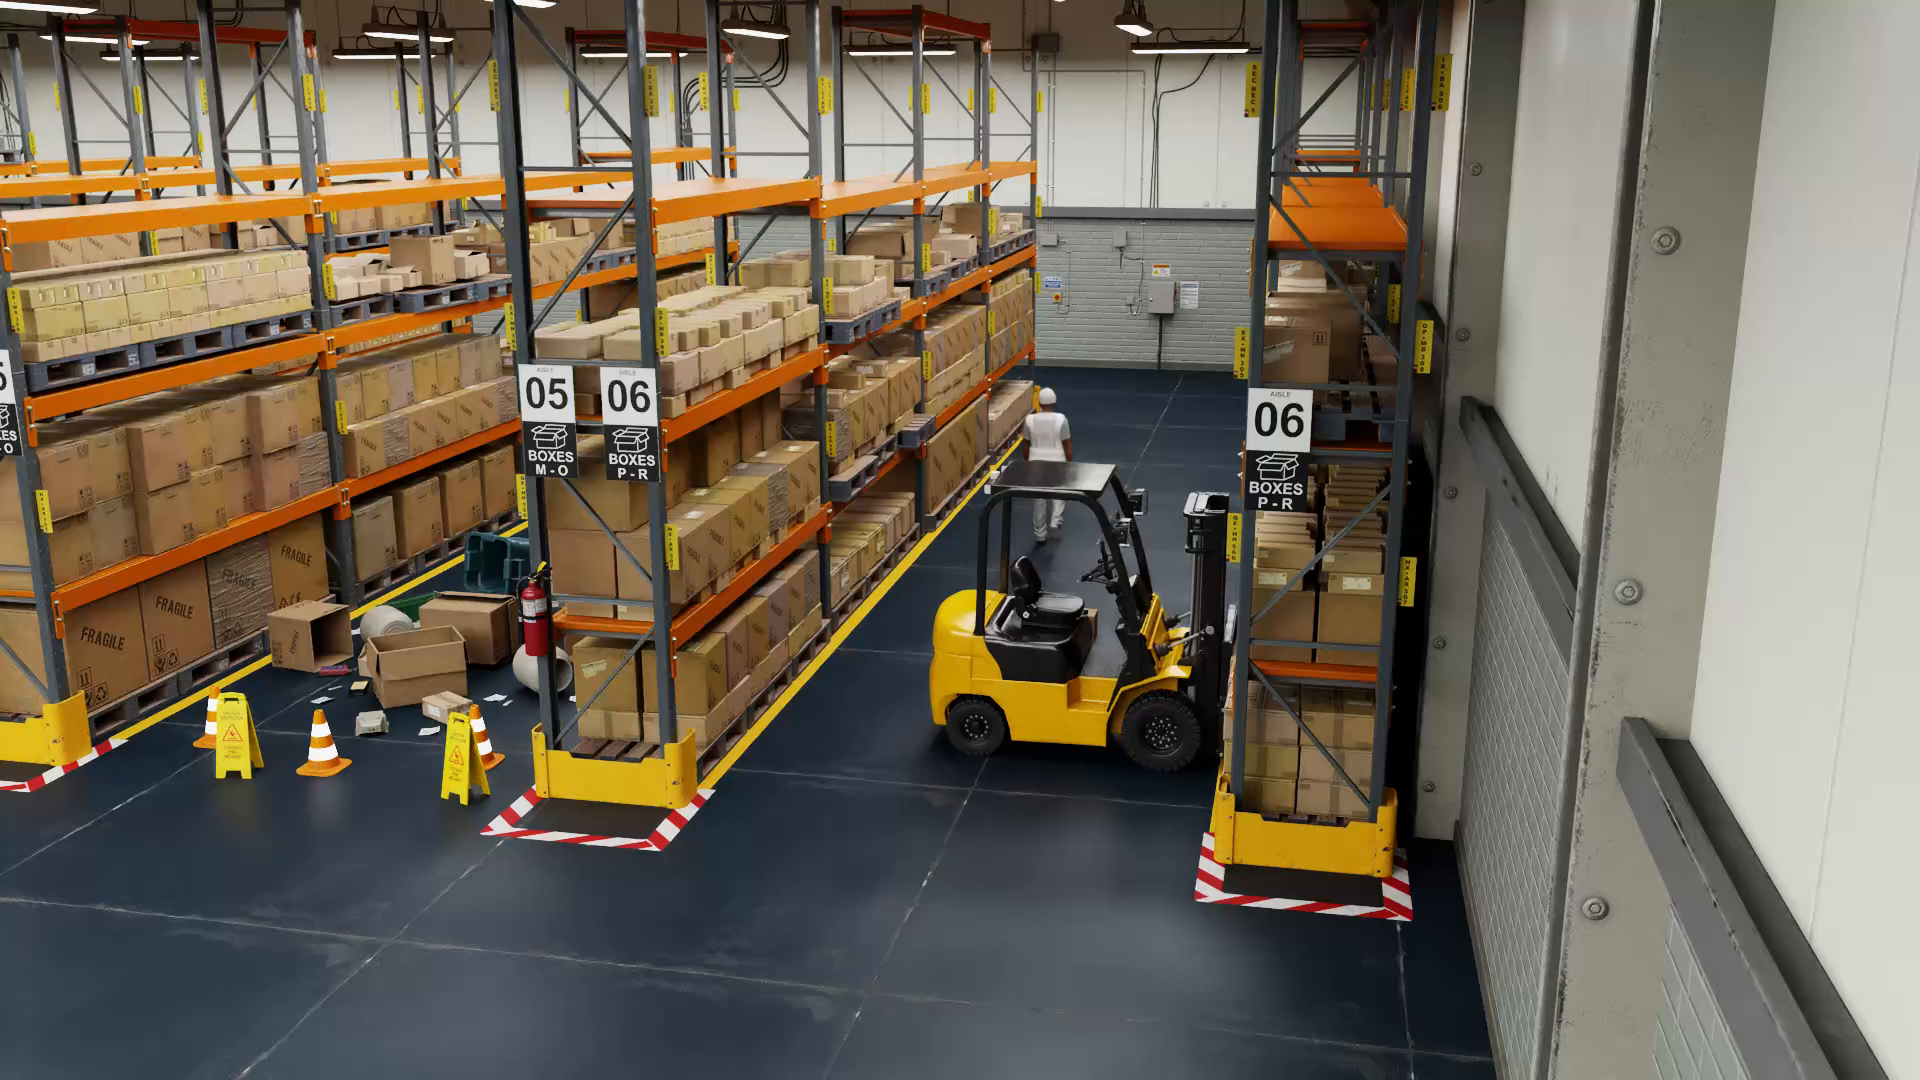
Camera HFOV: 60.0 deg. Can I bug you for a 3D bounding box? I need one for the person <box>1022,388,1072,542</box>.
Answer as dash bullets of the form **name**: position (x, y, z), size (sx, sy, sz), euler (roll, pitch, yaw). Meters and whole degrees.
- **person**: position (1.031, -0.874, 19.291), size (0.626, 1.808, 0.478), euler (3, 15, 10)
